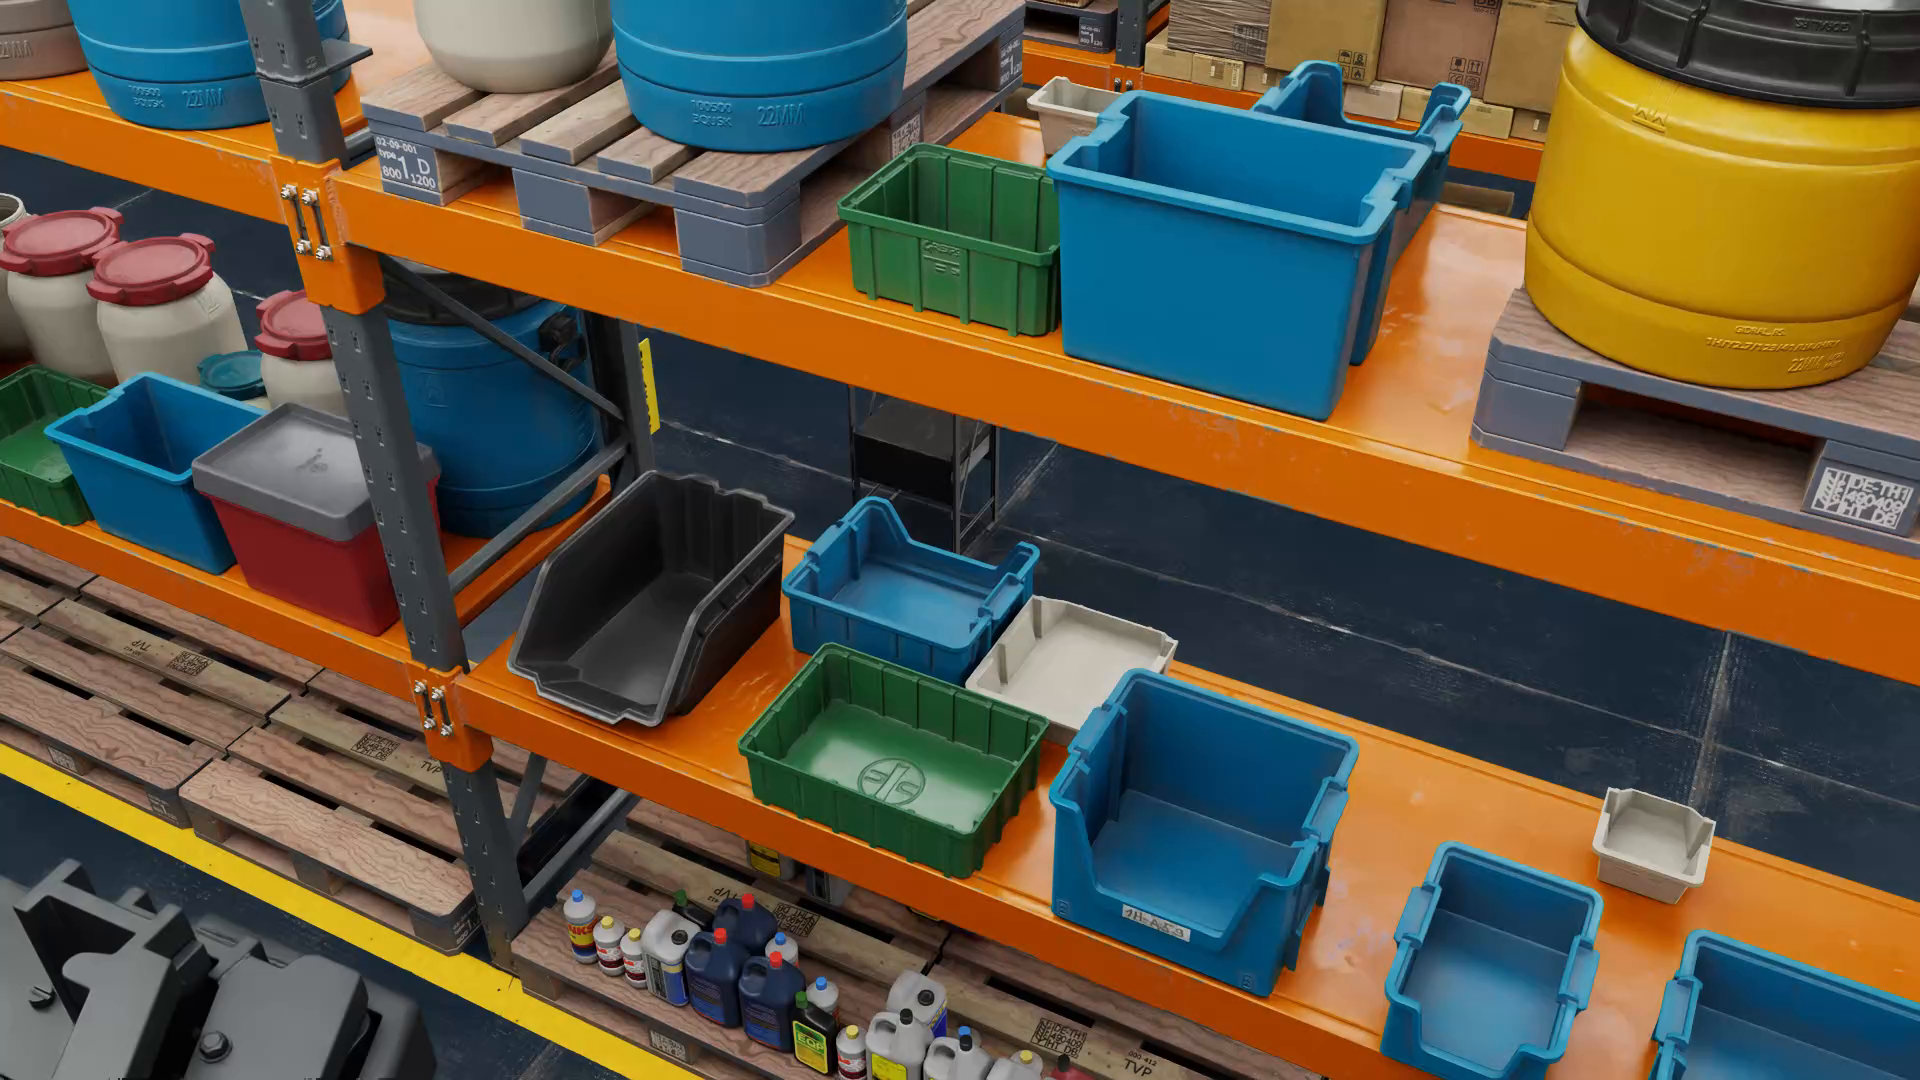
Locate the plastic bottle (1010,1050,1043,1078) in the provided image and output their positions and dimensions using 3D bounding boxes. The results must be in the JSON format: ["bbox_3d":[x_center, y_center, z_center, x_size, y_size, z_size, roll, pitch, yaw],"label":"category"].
[{"bbox_3d":[0.186,1.522,4.715,0.097,0.201,0.097,0,37,0],"label":"plastic bottle"}]

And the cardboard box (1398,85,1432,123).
[{"bbox_3d":[2.212,-2.062,7.694,0.250,0.149,0.380,17,41,21],"label":"cardboard box"}]

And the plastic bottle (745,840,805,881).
[{"bbox_3d":[-0.602,0.923,5.381,0.185,0.351,0.144,17,41,21],"label":"plastic bottle"}]

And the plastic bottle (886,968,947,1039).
[{"bbox_3d":[-0.123,1.382,4.837,0.135,0.276,0.152,17,41,21],"label":"plastic bottle"}]

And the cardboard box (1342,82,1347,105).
[{"bbox_3d":[1.767,-2.201,7.877,0.250,0.149,0.380,17,41,21],"label":"cardboard box"}]

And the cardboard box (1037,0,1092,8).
[{"bbox_3d":[0.397,-3.420,8.432,1.000,1.000,1.000,18,41,22],"label":"cardboard box"}]

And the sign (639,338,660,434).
[{"bbox_3d":[-0.977,-0.461,5.148,0.005,0.325,0.100,17,41,21],"label":"sign"}]

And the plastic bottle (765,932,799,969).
[{"bbox_3d":[-0.530,1.275,4.982,0.097,0.271,0.097,0,37,0],"label":"plastic bottle"}]

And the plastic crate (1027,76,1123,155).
[{"bbox_3d":[0.371,-0.919,3.717,0.396,0.136,0.243,17,41,21],"label":"plastic crate"}]

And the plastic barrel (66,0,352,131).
[{"bbox_3d":[-1.792,-1.478,3.821,0.708,0.901,0.600,17,41,21],"label":"plastic barrel"}]

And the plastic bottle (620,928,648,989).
[{"bbox_3d":[-0.978,1.261,5.058,0.097,0.201,0.097,0,37,0],"label":"plastic bottle"}]

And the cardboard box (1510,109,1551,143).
[{"bbox_3d":[2.671,-1.942,7.535,0.250,0.149,0.380,17,41,21],"label":"cardboard box"}]

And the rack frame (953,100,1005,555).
[{"bbox_3d":[0.070,-0.815,6.586,0.015,2.100,0.400,17,41,21],"label":"rack frame"}]

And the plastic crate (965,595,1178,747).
[{"bbox_3d":[0.318,0.362,4.511,0.437,0.136,0.530,17,41,21],"label":"plastic crate"}]

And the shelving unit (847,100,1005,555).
[{"bbox_3d":[-0.147,-0.882,6.676,0.503,2.100,0.431,17,41,21],"label":"shelving unit"}]

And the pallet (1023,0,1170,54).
[{"bbox_3d":[0.426,-2.932,8.791,1.213,0.211,1.003,17,41,21],"label":"pallet"}]

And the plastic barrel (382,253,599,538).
[{"bbox_3d":[-1.444,-0.529,5.051,0.708,0.901,0.600,17,41,21],"label":"plastic barrel"}]

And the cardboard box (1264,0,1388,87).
[{"bbox_3d":[1.837,-2.560,7.813,0.500,0.500,0.875,17,41,21],"label":"cardboard box"}]

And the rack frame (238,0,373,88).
[{"bbox_3d":[-1.240,-2.448,3.033,0.127,3.000,1.000,17,41,21],"label":"rack frame"}]

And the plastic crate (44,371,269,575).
[{"bbox_3d":[-2.363,-0.192,5.036,0.575,0.384,0.392,17,41,21],"label":"plastic crate"}]

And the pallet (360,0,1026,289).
[{"bbox_3d":[-0.555,-1.030,3.802,1.003,0.211,1.213,17,41,21],"label":"pallet"}]

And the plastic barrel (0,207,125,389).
[{"bbox_3d":[-3.025,-0.821,5.738,0.433,0.535,0.433,0,37,0],"label":"plastic barrel"}]

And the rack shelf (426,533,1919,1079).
[{"bbox_3d":[0.536,0.784,4.332,4.000,0.370,1.077,17,41,21],"label":"rack shelf"}]

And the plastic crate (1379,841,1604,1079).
[{"bbox_3d":[1.156,0.950,3.640,0.408,0.251,0.499,17,41,21],"label":"plastic crate"}]

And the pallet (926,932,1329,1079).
[{"bbox_3d":[0.424,1.599,4.968,1.213,0.211,1.003,17,41,21],"label":"pallet"}]

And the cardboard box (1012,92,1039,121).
[{"bbox_3d":[0.502,-2.080,9.213,0.500,0.500,0.700,14,39,18],"label":"cardboard box"}]

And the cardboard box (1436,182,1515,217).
[{"bbox_3d":[2.474,-1.471,8.428,0.500,0.500,0.500,14,39,18],"label":"cardboard box"}]

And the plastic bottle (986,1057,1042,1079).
[{"bbox_3d":[0.145,1.564,4.597,0.135,0.276,0.152,16,40,20],"label":"plastic bottle"}]

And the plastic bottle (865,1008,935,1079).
[{"bbox_3d":[-0.169,1.439,4.700,0.185,0.351,0.144,17,40,21],"label":"plastic bottle"}]

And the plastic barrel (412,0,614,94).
[{"bbox_3d":[-0.948,-1.240,3.482,0.421,0.512,0.421,0,37,0],"label":"plastic barrel"}]

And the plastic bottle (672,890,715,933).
[{"bbox_3d":[-0.811,1.190,5.085,0.133,0.283,0.061,17,41,21],"label":"plastic bottle"}]

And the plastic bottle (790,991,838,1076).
[{"bbox_3d":[-0.419,1.416,4.787,0.133,0.283,0.061,19,41,23],"label":"plastic bottle"}]

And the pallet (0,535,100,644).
[{"bbox_3d":[-4.122,0.176,6.844,1.213,0.211,1.003,17,41,21],"label":"pallet"}]

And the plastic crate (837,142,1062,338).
[{"bbox_3d":[0.036,-0.584,3.233,0.450,0.188,0.336,17,41,21],"label":"plastic crate"}]

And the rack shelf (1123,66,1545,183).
[{"bbox_3d":[2.814,-1.875,7.835,4.000,0.370,1.077,17,41,21],"label":"rack shelf"}]

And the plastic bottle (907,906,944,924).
[{"bbox_3d":[-0.103,1.078,5.232,0.133,0.283,0.061,17,41,21],"label":"plastic bottle"}]

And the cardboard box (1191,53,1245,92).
[{"bbox_3d":[1.306,-2.320,8.033,0.250,0.149,0.380,17,41,21],"label":"cardboard box"}]

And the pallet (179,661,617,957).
[{"bbox_3d":[-1.955,0.854,5.950,1.213,0.211,1.003,17,41,21],"label":"pallet"}]

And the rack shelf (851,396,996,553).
[{"bbox_3d":[-0.147,-0.314,7.107,0.480,0.518,0.431,17,41,21],"label":"rack shelf"}]

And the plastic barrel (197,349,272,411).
[{"bbox_3d":[-2.345,-0.454,5.482,0.301,0.262,0.301,0,37,0],"label":"plastic barrel"}]

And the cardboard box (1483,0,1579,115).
[{"bbox_3d":[2.752,-2.314,7.489,0.500,0.500,0.875,17,41,21],"label":"cardboard box"}]

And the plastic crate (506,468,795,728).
[{"bbox_3d":[-0.834,0.180,4.584,0.504,0.338,0.767,17,41,21],"label":"plastic crate"}]

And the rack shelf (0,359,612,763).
[{"bbox_3d":[-3.016,-0.328,5.797,4.000,0.370,1.077,17,41,21],"label":"rack shelf"}]

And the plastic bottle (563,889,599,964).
[{"bbox_3d":[-1.159,1.177,5.112,0.097,0.271,0.097,0,37,0],"label":"plastic bottle"}]

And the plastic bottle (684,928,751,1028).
[{"bbox_3d":[-0.714,1.268,4.925,0.185,0.351,0.144,18,41,23],"label":"plastic bottle"}]

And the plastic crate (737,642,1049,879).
[{"bbox_3d":[-0.165,0.555,4.214,0.662,0.188,0.450,17,41,21],"label":"plastic crate"}]
